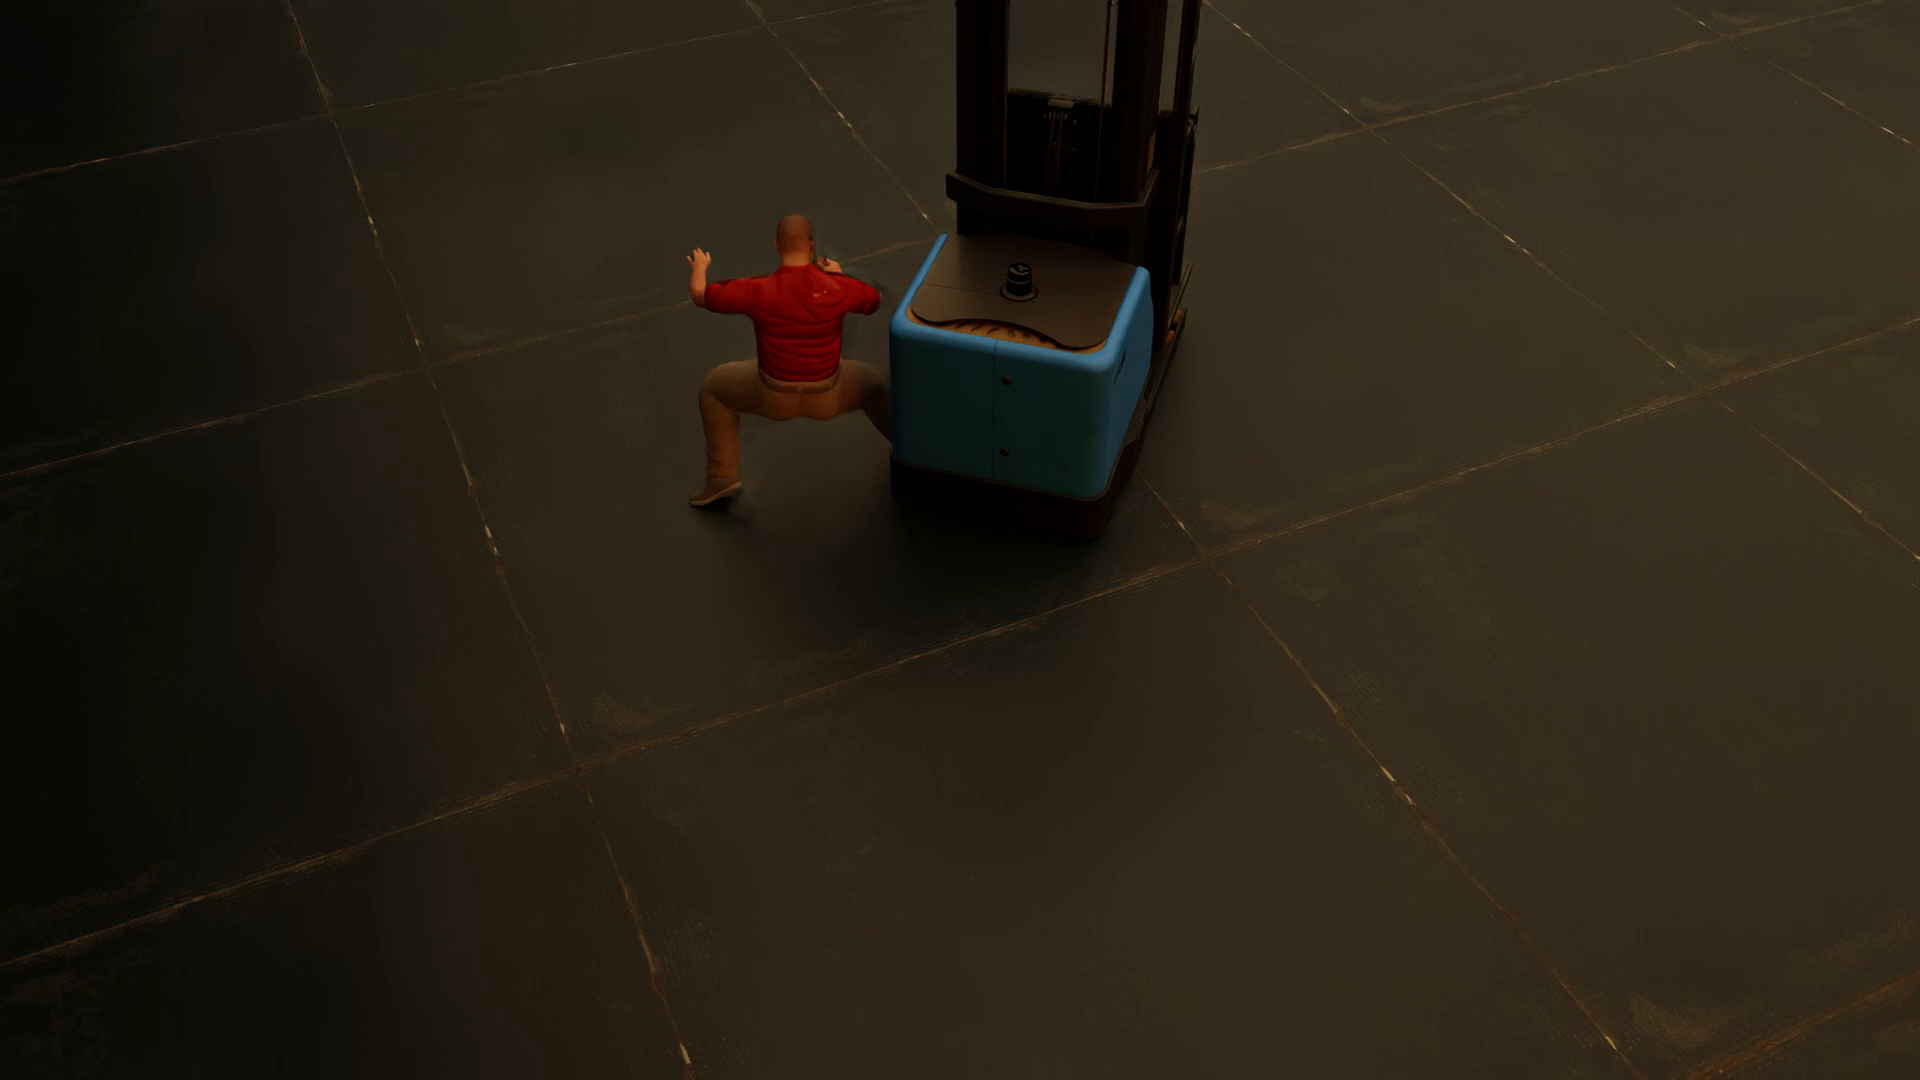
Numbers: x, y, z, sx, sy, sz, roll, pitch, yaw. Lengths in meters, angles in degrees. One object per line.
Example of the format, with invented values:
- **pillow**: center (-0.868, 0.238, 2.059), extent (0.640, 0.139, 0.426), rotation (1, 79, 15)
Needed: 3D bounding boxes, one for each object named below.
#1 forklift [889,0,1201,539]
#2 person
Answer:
- **forklift**: center (0.591, -2.097, 7.927), extent (1.130, 2.935, 3.031), rotation (12, 44, 12)
- **person**: center (-0.743, -0.866, 7.693), extent (1.167, 1.532, 0.673), rotation (-2, 43, -3)
